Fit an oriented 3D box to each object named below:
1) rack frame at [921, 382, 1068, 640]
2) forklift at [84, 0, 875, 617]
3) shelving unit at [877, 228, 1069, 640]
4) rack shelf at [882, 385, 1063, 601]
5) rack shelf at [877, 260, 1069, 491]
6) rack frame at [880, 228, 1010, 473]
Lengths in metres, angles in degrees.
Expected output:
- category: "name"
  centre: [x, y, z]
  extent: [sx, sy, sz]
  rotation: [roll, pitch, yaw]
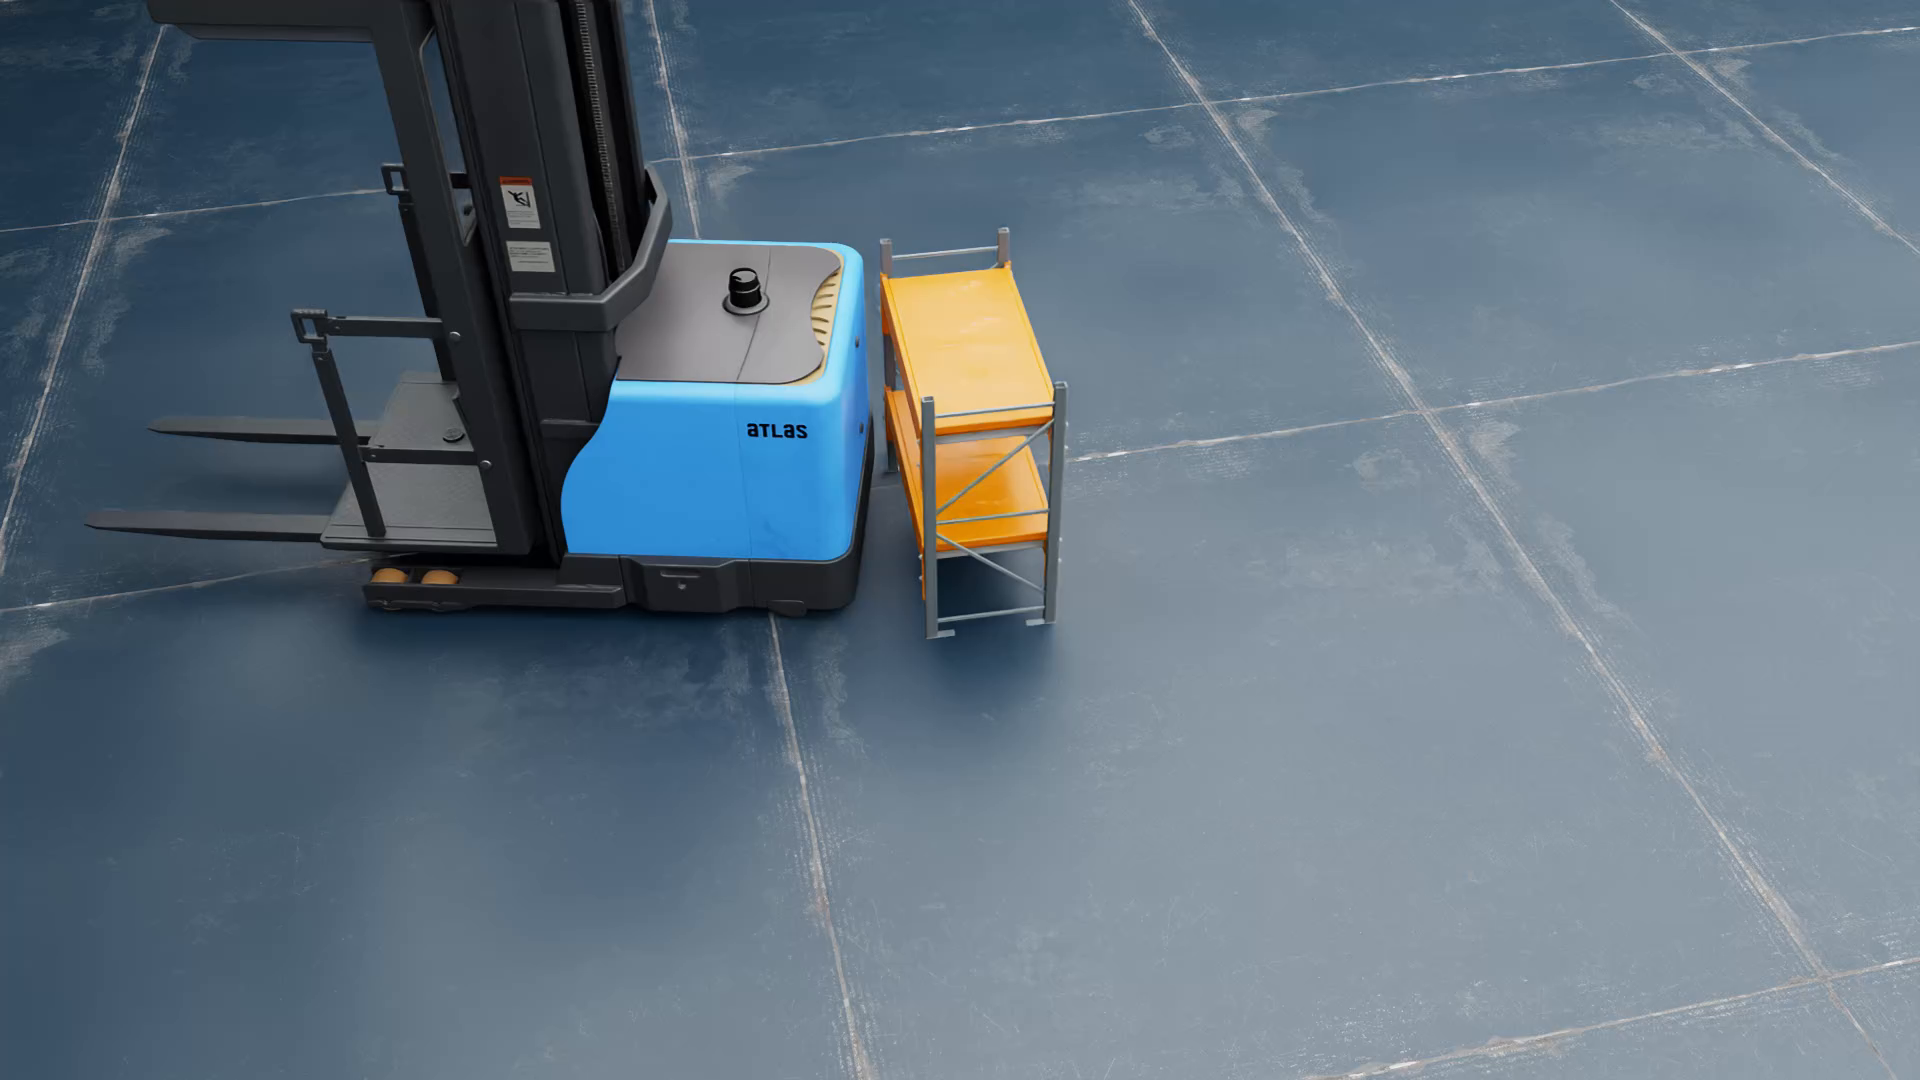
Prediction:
- category: "rack frame"
  centre: [0.117, -0.080, 5.993]
  extent: [0.500, 1.125, 0.032]
  rotation: [-7, 42, -7]
- category: "forklift"
  centre: [-1.894, -1.168, 5.857]
  extent: [3.031, 2.935, 1.130]
  rotation: [2, 42, 2]
- category: "shelving unit"
  centre: [0.029, -0.413, 6.368]
  extent: [0.538, 1.125, 1.048]
  rotation: [-7, 42, -7]
- category: "rack shelf"
  centre: [0.029, -0.230, 6.530]
  extent: [0.538, 0.278, 1.000]
  rotation: [-7, 42, -7]
- category: "rack shelf"
  centre: [0.029, -0.632, 6.173]
  extent: [0.538, 0.278, 1.000]
  rotation: [-7, 42, -7]
- category: "rack frame"
  centre: [-0.058, -0.745, 6.742]
  extent: [0.500, 1.125, 0.032]
  rotation: [-7, 42, -7]
